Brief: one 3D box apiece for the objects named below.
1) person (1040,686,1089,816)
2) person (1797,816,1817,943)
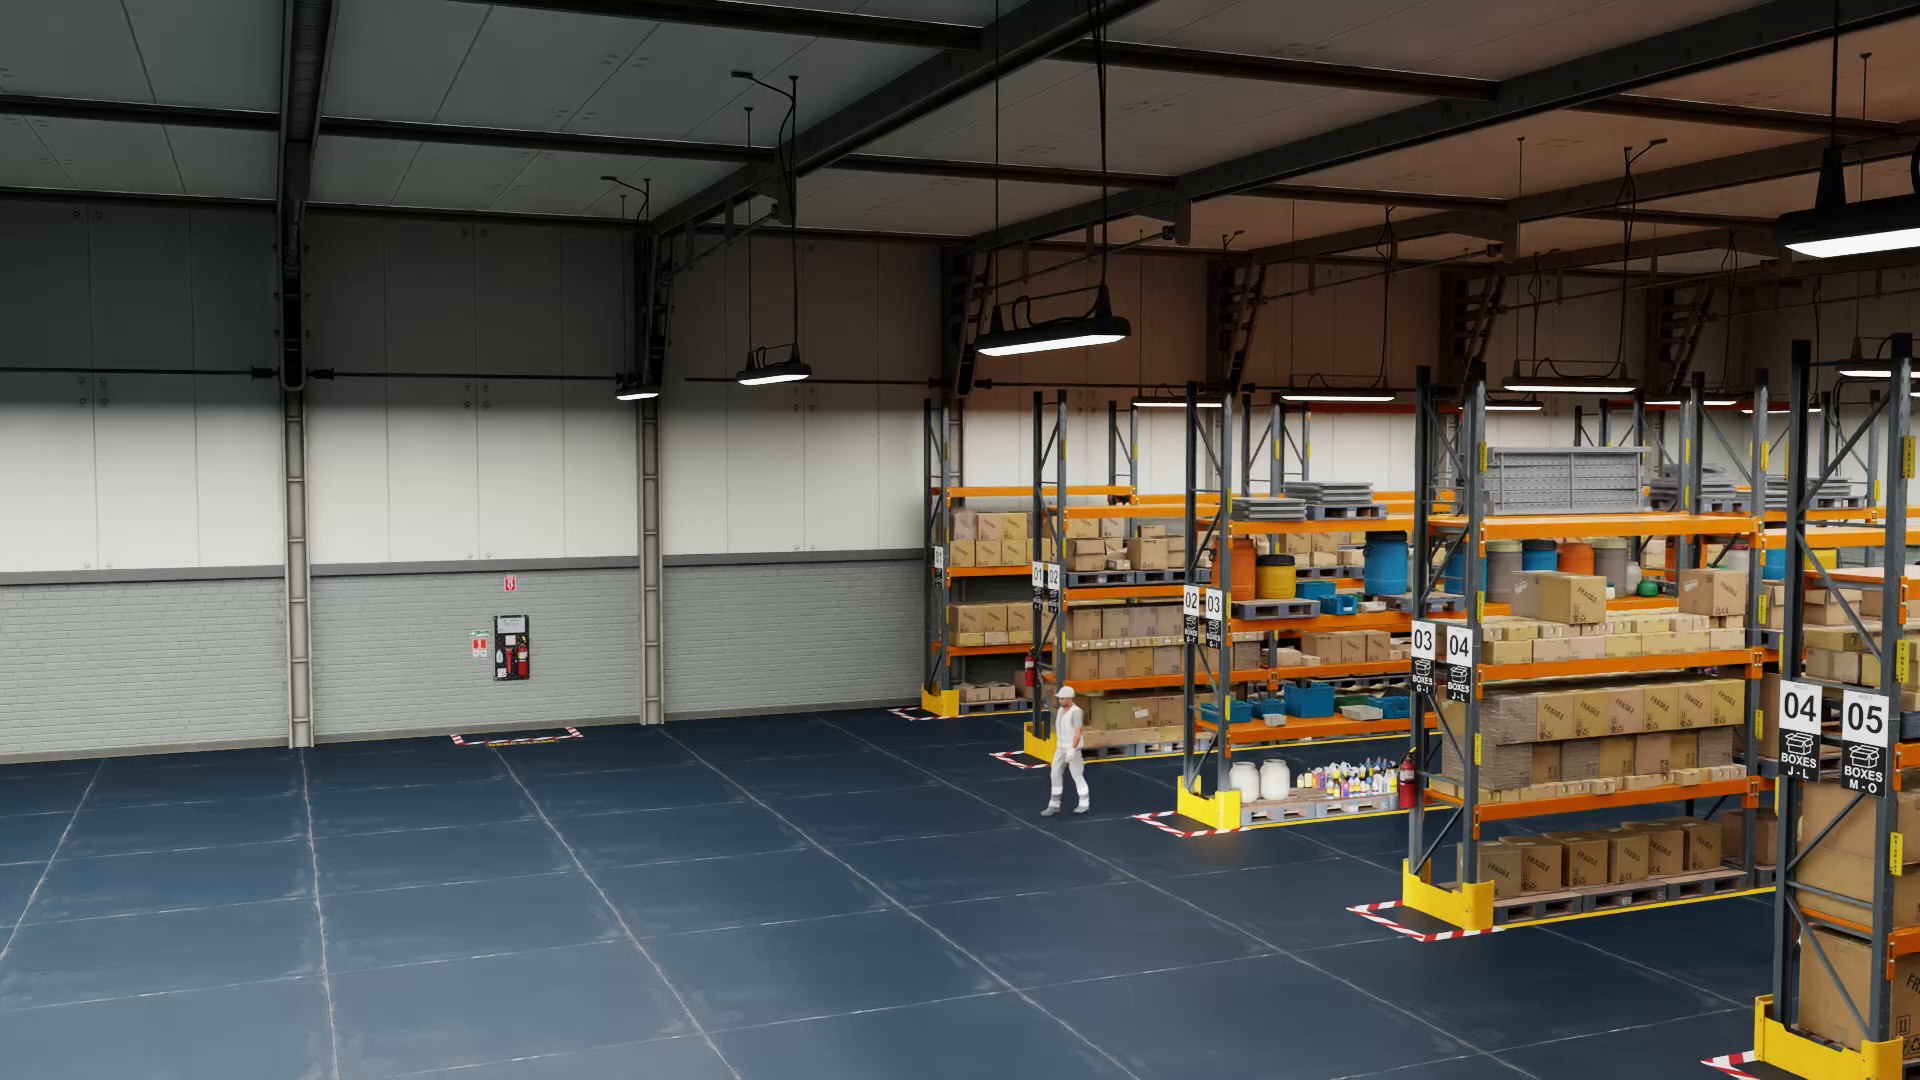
[{"bbox_3d":[1.477,2.915,23.039,0.716,1.789,0.606,-2,4,-33],"label":"person"},{"bbox_3d":[8.675,3.345,16.806,0.534,1.669,0.494,-1,4,-21],"label":"person"}]
